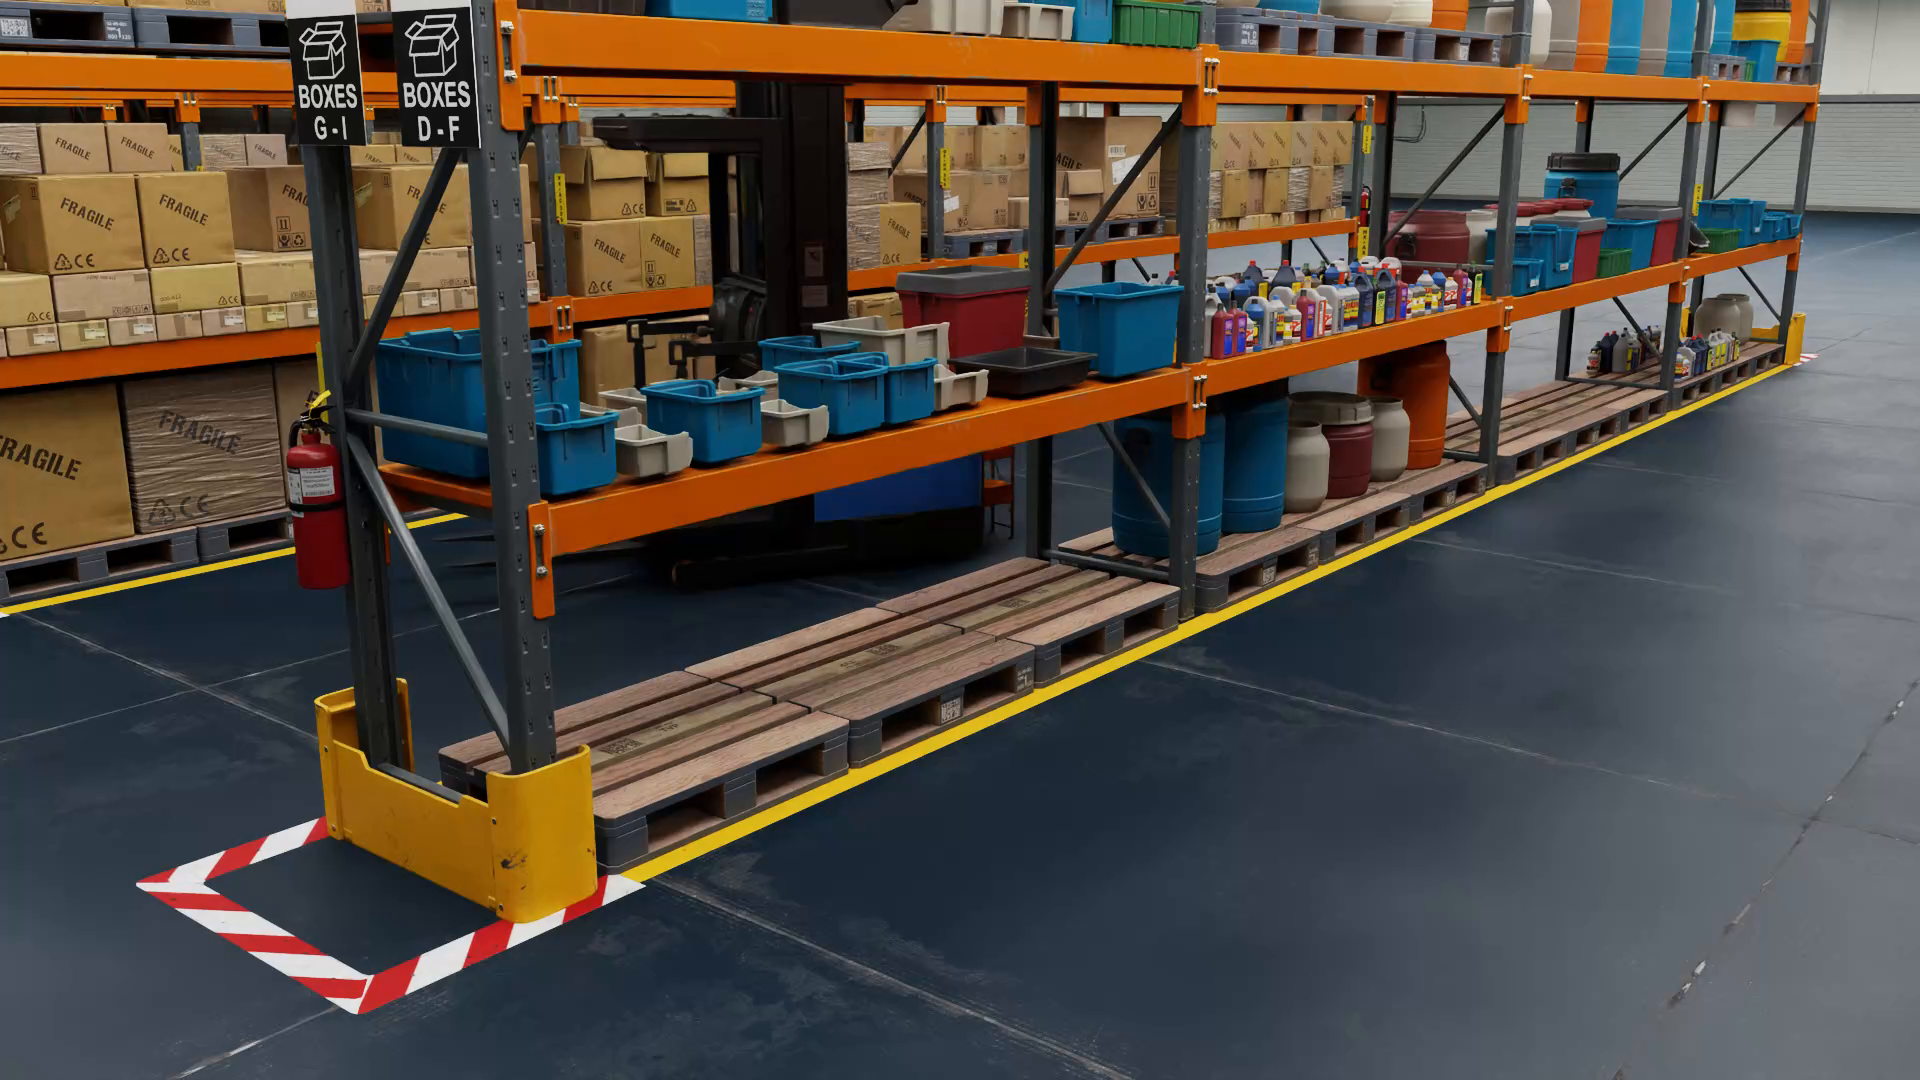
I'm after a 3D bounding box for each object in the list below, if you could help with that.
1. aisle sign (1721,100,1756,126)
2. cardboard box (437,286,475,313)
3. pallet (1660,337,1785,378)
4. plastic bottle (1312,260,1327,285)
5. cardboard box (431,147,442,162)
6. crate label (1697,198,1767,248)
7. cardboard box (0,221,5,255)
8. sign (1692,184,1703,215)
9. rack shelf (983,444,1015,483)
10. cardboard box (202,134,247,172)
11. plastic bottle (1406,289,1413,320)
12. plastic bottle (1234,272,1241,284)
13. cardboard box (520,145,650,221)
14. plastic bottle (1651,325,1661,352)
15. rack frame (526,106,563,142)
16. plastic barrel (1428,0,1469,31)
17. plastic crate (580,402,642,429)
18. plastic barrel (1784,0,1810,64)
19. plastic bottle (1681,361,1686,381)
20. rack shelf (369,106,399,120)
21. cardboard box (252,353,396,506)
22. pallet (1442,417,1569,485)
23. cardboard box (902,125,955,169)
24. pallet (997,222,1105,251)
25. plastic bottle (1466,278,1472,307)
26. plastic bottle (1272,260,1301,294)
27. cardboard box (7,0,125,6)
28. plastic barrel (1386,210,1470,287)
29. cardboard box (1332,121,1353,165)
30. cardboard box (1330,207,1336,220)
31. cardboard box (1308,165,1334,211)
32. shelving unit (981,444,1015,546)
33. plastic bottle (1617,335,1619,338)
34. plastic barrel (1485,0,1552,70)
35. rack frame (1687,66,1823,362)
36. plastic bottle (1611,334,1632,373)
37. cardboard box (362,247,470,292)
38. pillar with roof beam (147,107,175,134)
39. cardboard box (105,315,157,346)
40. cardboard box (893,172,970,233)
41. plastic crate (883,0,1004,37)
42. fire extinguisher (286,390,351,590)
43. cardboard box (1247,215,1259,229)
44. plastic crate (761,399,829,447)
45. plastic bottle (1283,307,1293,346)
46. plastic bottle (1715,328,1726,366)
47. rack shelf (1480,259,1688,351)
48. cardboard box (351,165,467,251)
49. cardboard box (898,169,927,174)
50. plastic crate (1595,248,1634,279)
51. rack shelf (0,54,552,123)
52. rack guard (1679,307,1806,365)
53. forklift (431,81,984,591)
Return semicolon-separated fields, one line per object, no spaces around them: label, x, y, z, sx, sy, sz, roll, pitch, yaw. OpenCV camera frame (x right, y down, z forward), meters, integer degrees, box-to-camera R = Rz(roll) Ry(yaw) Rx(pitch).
aisle sign;8.138;-4.736;17.395;0.394;0.787;0.004;11;18;38
cardboard box;-3.334;-1.556;10.667;0.380;0.149;0.250;11;18;37
pallet;7.794;-1.889;17.130;1.003;0.211;1.213;11;18;38
plastic bottle;2.358;-1.689;10.914;0.061;0.283;0.133;11;18;38
cardboard box;-6.834;-4.930;21.777;0.500;0.500;0.500;10;18;35
crate label;7.374;-3.040;15.926;0.502;0.435;0.616;11;18;38
cardboard box;-7.594;-2.534;13.200;0.500;0.500;0.500;11;18;37
sign;7.895;-3.637;17.787;0.100;0.325;0.005;11;18;38
rack shelf;0.167;-0.501;10.007;0.240;0.259;0.215;-12;18;-38
cardboard box;-8.706;-4.479;19.429;0.500;0.500;0.500;12;18;39
plastic bottle;2.710;-1.451;10.147;0.097;0.201;0.097;0;14;0
plastic bottle;1.661;-1.476;10.078;0.061;0.283;0.133;11;18;38
cardboard box;-2.679;-2.544;11.804;0.797;0.503;0.637;11;18;36
plastic bottle;6.938;-2.009;16.587;0.097;0.271;0.097;0;14;0
rack frame;-5.754;-4.951;23.521;1.000;3.000;0.127;11;18;38
plastic barrel;2.933;-3.642;10.551;0.600;0.830;0.708;11;18;38
plastic crate;-1.364;-0.439;6.171;0.396;0.136;0.243;11;18;38
plastic barrel;8.114;-5.170;16.565;0.600;0.830;0.708;11;18;38
plastic bottle;6.411;-1.521;14.807;0.097;0.201;0.097;0;14;0
rack shelf;-8.360;-7.207;27.769;1.077;0.370;4.000;11;18;38
cardboard box;-4.117;-0.773;10.536;0.875;0.875;0.875;11;18;38
pallet;3.809;-0.676;12.355;1.003;0.211;1.213;11;18;38
cardboard box;-0.553;-5.174;21.900;0.875;0.550;0.500;11;18;38
pallet;0.652;-2.944;16.009;1.003;0.211;1.213;11;18;38
plastic bottle;3.283;-1.626;10.835;0.097;0.201;0.097;0;14;0
plastic bottle;1.997;-1.535;10.173;0.144;0.351;0.185;11;18;38
cardboard box;-4.856;-3.071;8.767;0.700;0.500;0.500;10;18;36
plastic barrel;3.348;-2.087;11.969;0.600;0.536;0.708;11;18;38
cardboard box;4.314;-4.717;19.762;0.500;0.500;0.500;11;18;38
cardboard box;4.292;-3.928;20.002;0.380;0.149;0.250;11;18;38
cardboard box;3.880;-4.161;19.603;0.875;0.500;0.500;11;18;38
shelving unit;0.167;-0.512;10.005;0.252;1.050;0.215;-12;18;-38
plastic bottle;6.177;-1.790;15.701;0.061;0.283;0.133;13;19;41
plastic barrel;3.726;-3.405;11.116;0.421;0.512;0.421;0;14;0
rack frame;8.320;-3.417;17.482;1.000;3.000;0.127;11;18;38
plastic bottle;6.099;-1.726;15.312;0.144;0.351;0.185;11;18;38
cardboard box;-3.471;-1.732;10.551;0.500;0.250;0.500;12;19;39
pillar with roof beam;-8.665;-7.583;21.697;9.100;9.000;0.400;11;18;38
cardboard box;-4.625;-1.163;9.120;0.380;0.149;0.250;11;18;37
cardboard box;-0.252;-3.013;14.836;0.500;0.500;0.500;9;17;31
plastic crate;-0.103;-2.126;6.549;0.437;0.282;0.530;11;18;38
fire extinguisher;-2.184;-0.176;5.639;0.296;0.674;0.183;11;18;38
cardboard box;3.089;-3.534;18.451;0.380;0.149;0.250;11;18;38
plastic crate;-0.632;-0.429;6.134;0.250;0.136;0.298;11;18;38
plastic bottle;1.751;-1.159;8.997;0.097;0.201;0.097;0;14;0
plastic bottle;7.139;-1.824;15.697;0.144;0.351;0.185;12;19;40
rack shelf;4.549;-1.919;13.048;1.077;0.370;4.000;11;18;38
cardboard box;-3.473;-2.096;10.458;0.500;0.500;0.500;11;18;38
cardboard box;-0.859;-4.544;21.612;0.875;0.550;0.550;11;18;38
plastic crate;4.931;-2.171;13.008;0.450;0.188;0.662;11;18;38
rack shelf;-4.331;-2.608;9.665;1.077;0.370;4.000;11;18;38
rack guard;8.309;-2.184;17.704;1.175;0.500;0.348;11;18;38
forklift;-1.425;-1.291;9.252;3.031;2.935;1.130;-6;15;-23
